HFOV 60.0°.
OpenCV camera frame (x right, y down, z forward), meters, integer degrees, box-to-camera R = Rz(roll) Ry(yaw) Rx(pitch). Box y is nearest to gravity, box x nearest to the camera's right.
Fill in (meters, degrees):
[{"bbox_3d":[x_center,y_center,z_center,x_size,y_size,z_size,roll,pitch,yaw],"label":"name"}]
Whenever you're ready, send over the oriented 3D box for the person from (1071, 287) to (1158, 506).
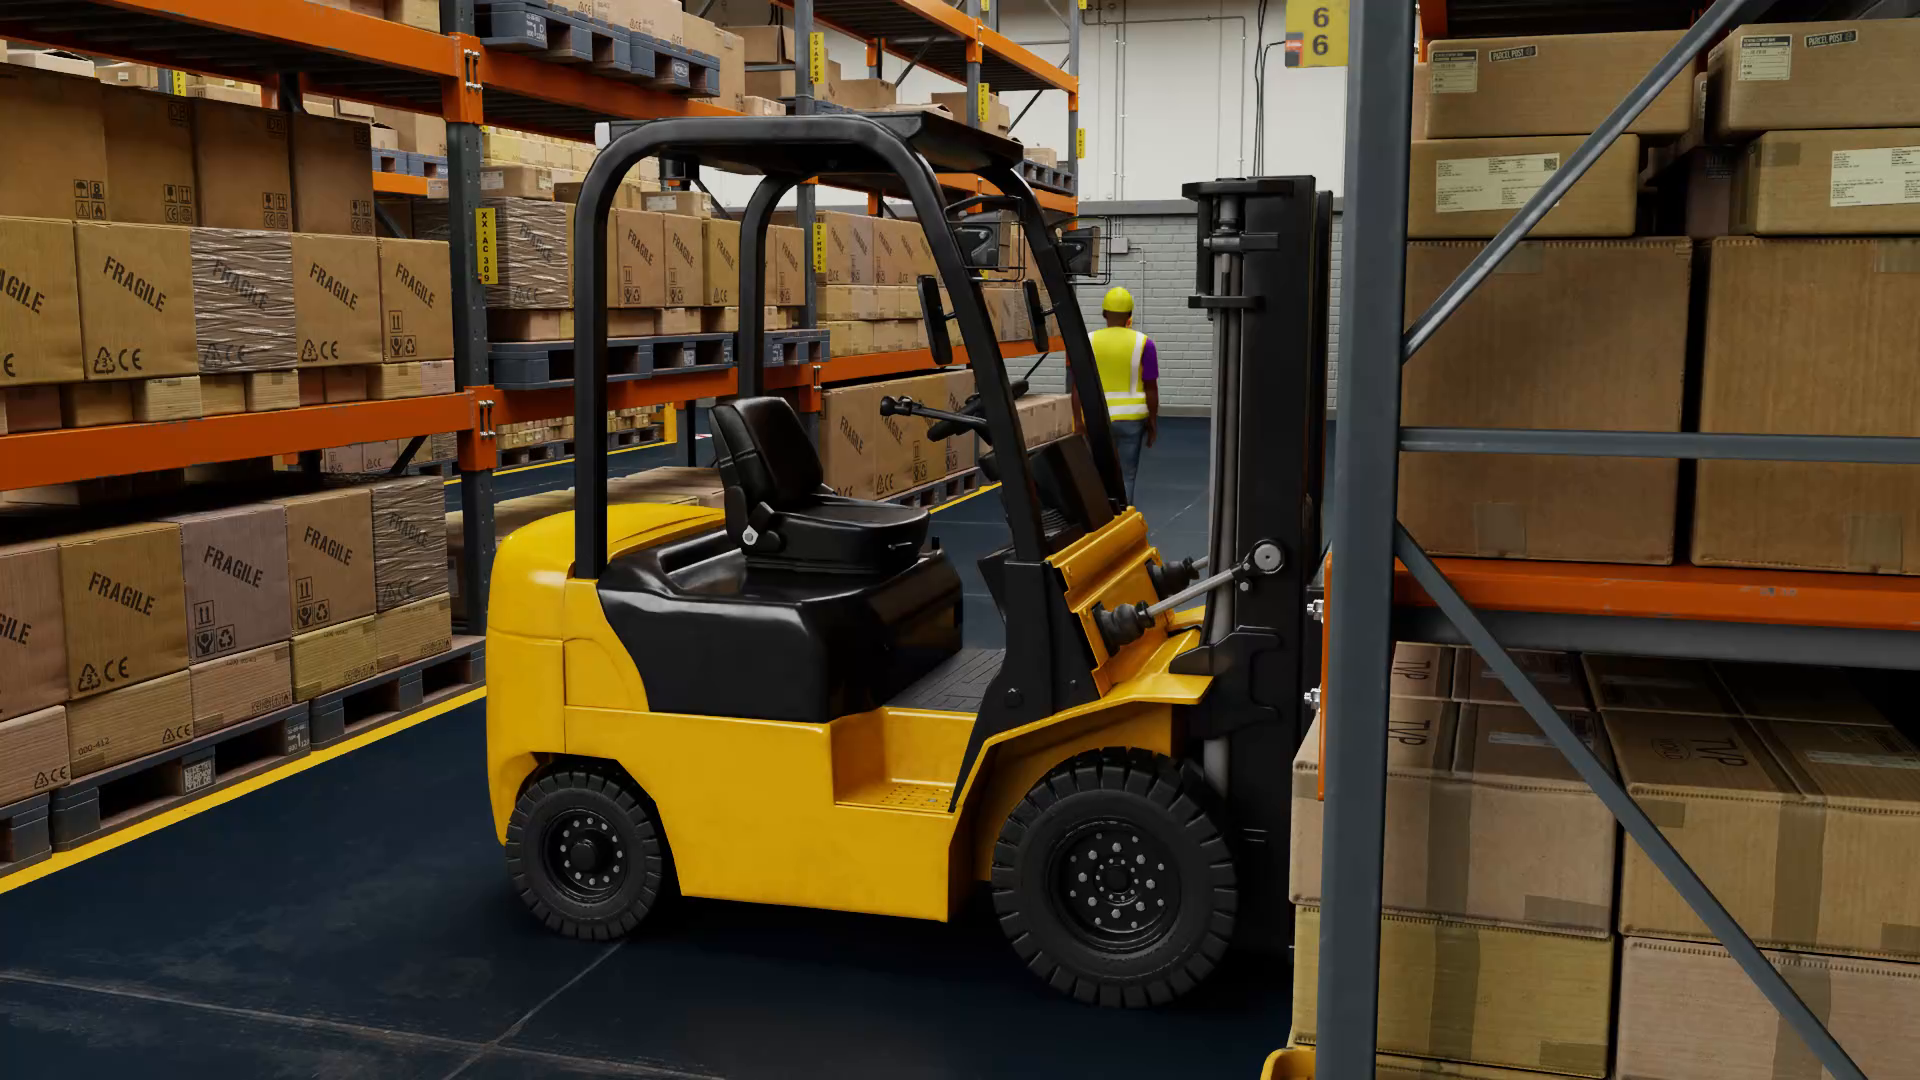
[{"bbox_3d":[1.041,-0.791,11.074,0.563,1.767,0.456,2,8,13],"label":"person"}]
